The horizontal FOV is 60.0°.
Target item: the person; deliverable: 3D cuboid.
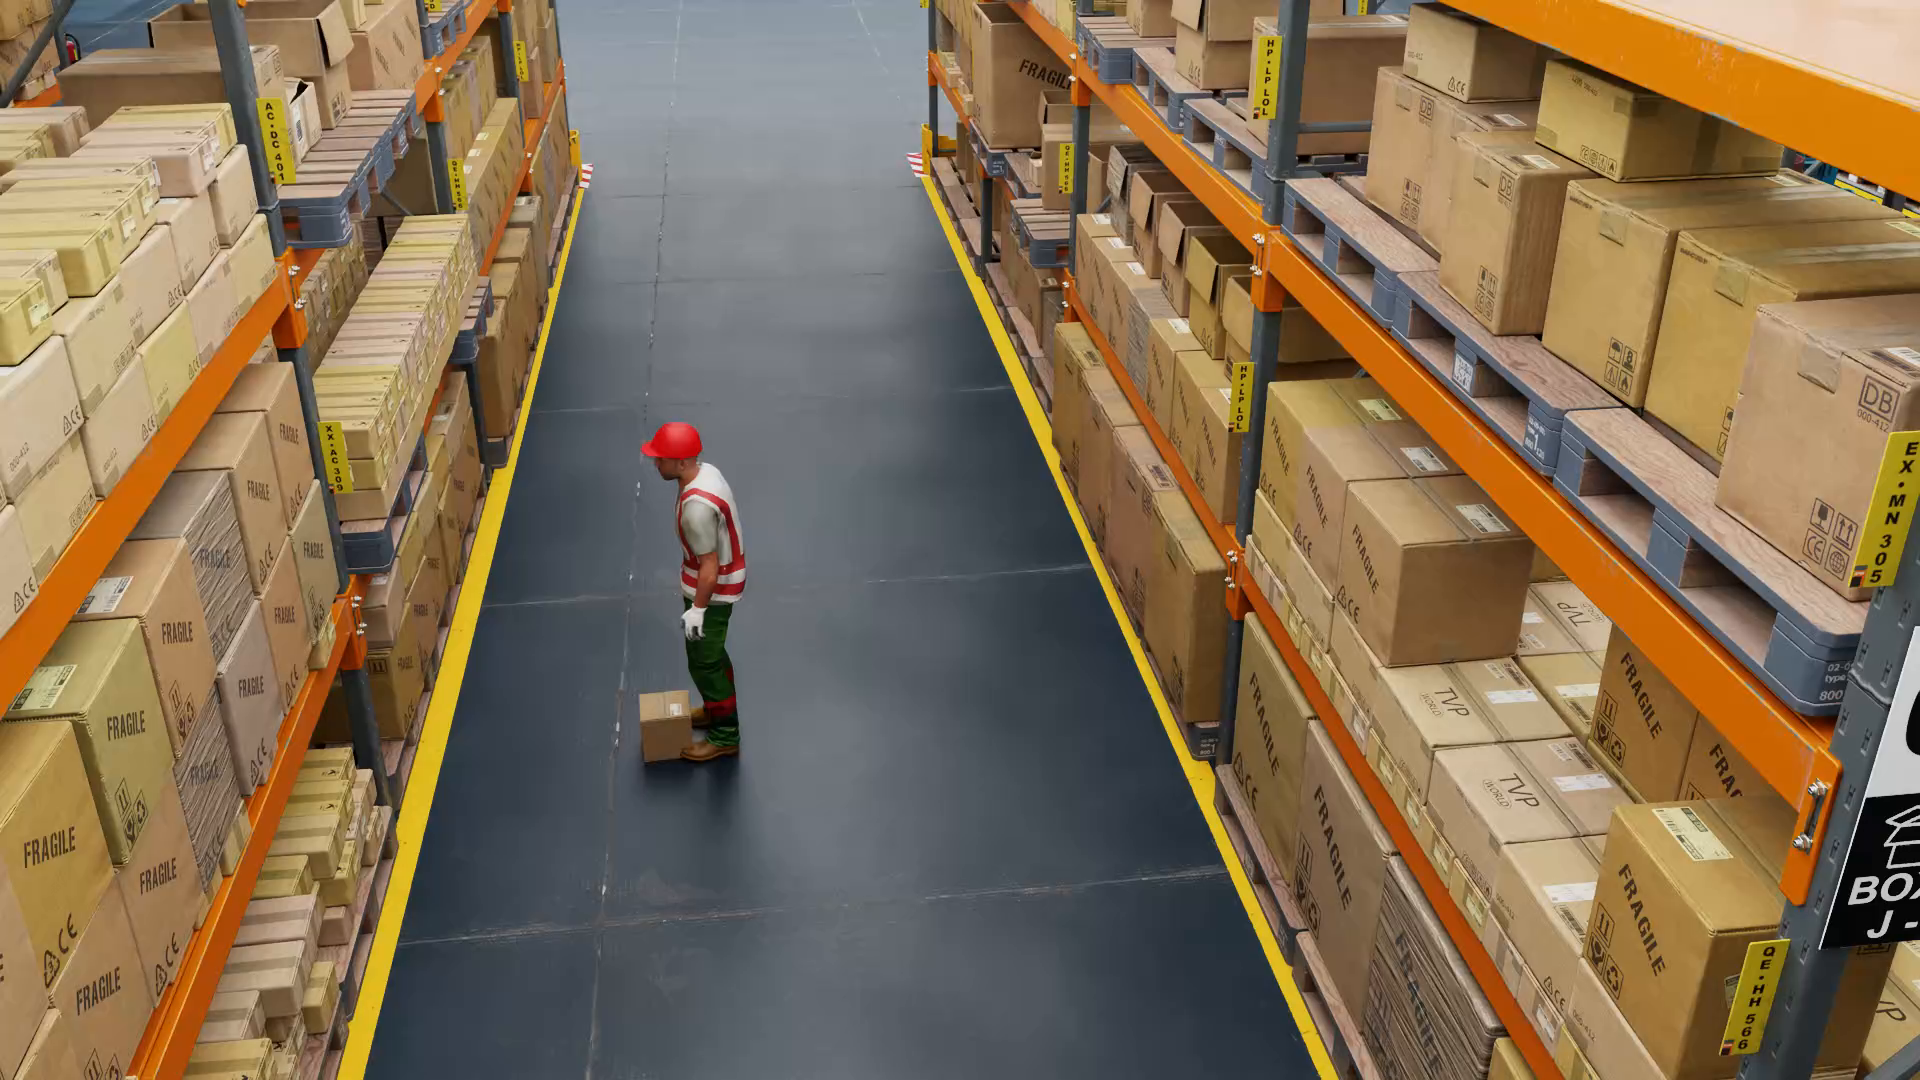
[{"bbox_3d":[-1.265,0.240,8.127,0.448,1.780,0.609,-3,27,-7],"label":"person"}]
